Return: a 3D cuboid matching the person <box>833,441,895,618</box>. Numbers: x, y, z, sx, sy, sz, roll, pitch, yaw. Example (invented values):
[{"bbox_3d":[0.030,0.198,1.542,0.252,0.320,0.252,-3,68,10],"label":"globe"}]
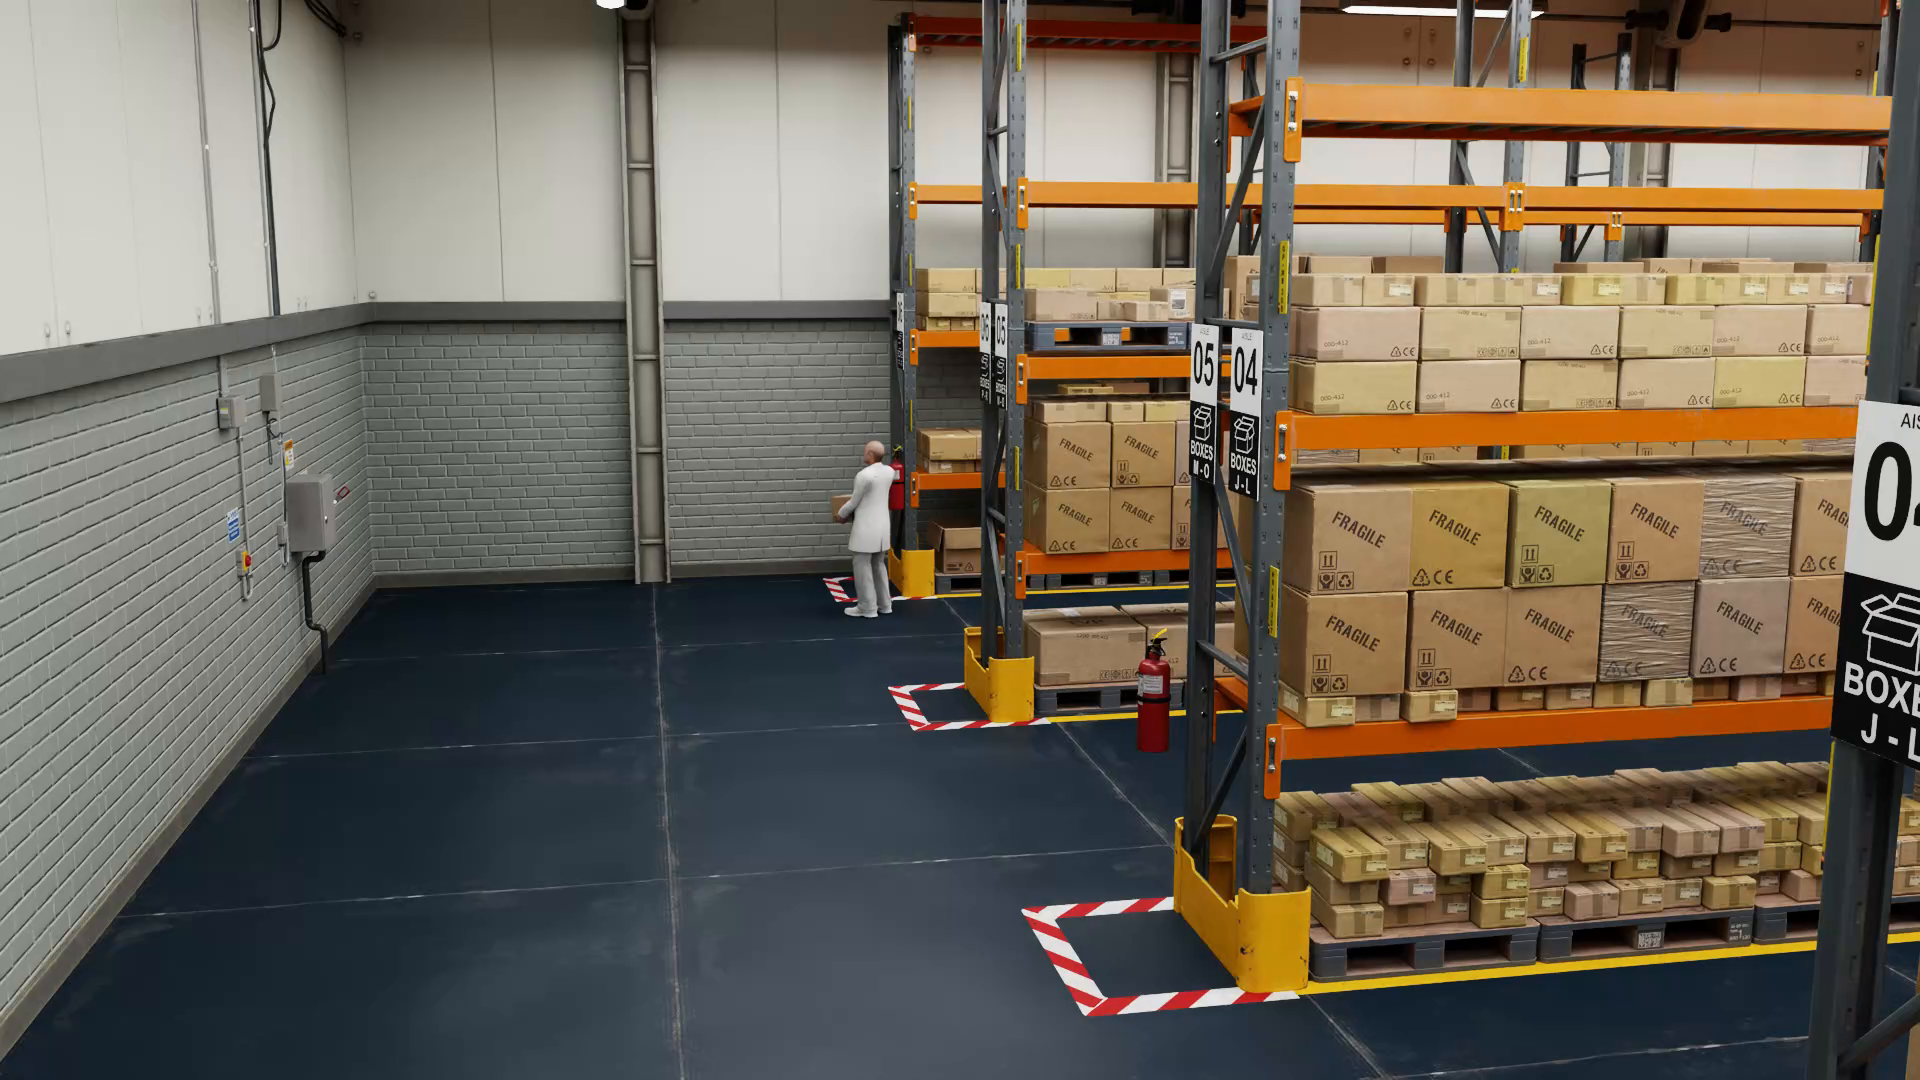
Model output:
[{"bbox_3d":[-0.978,-0.127,16.709,0.563,1.769,0.531,6,11,33],"label":"person"}]
